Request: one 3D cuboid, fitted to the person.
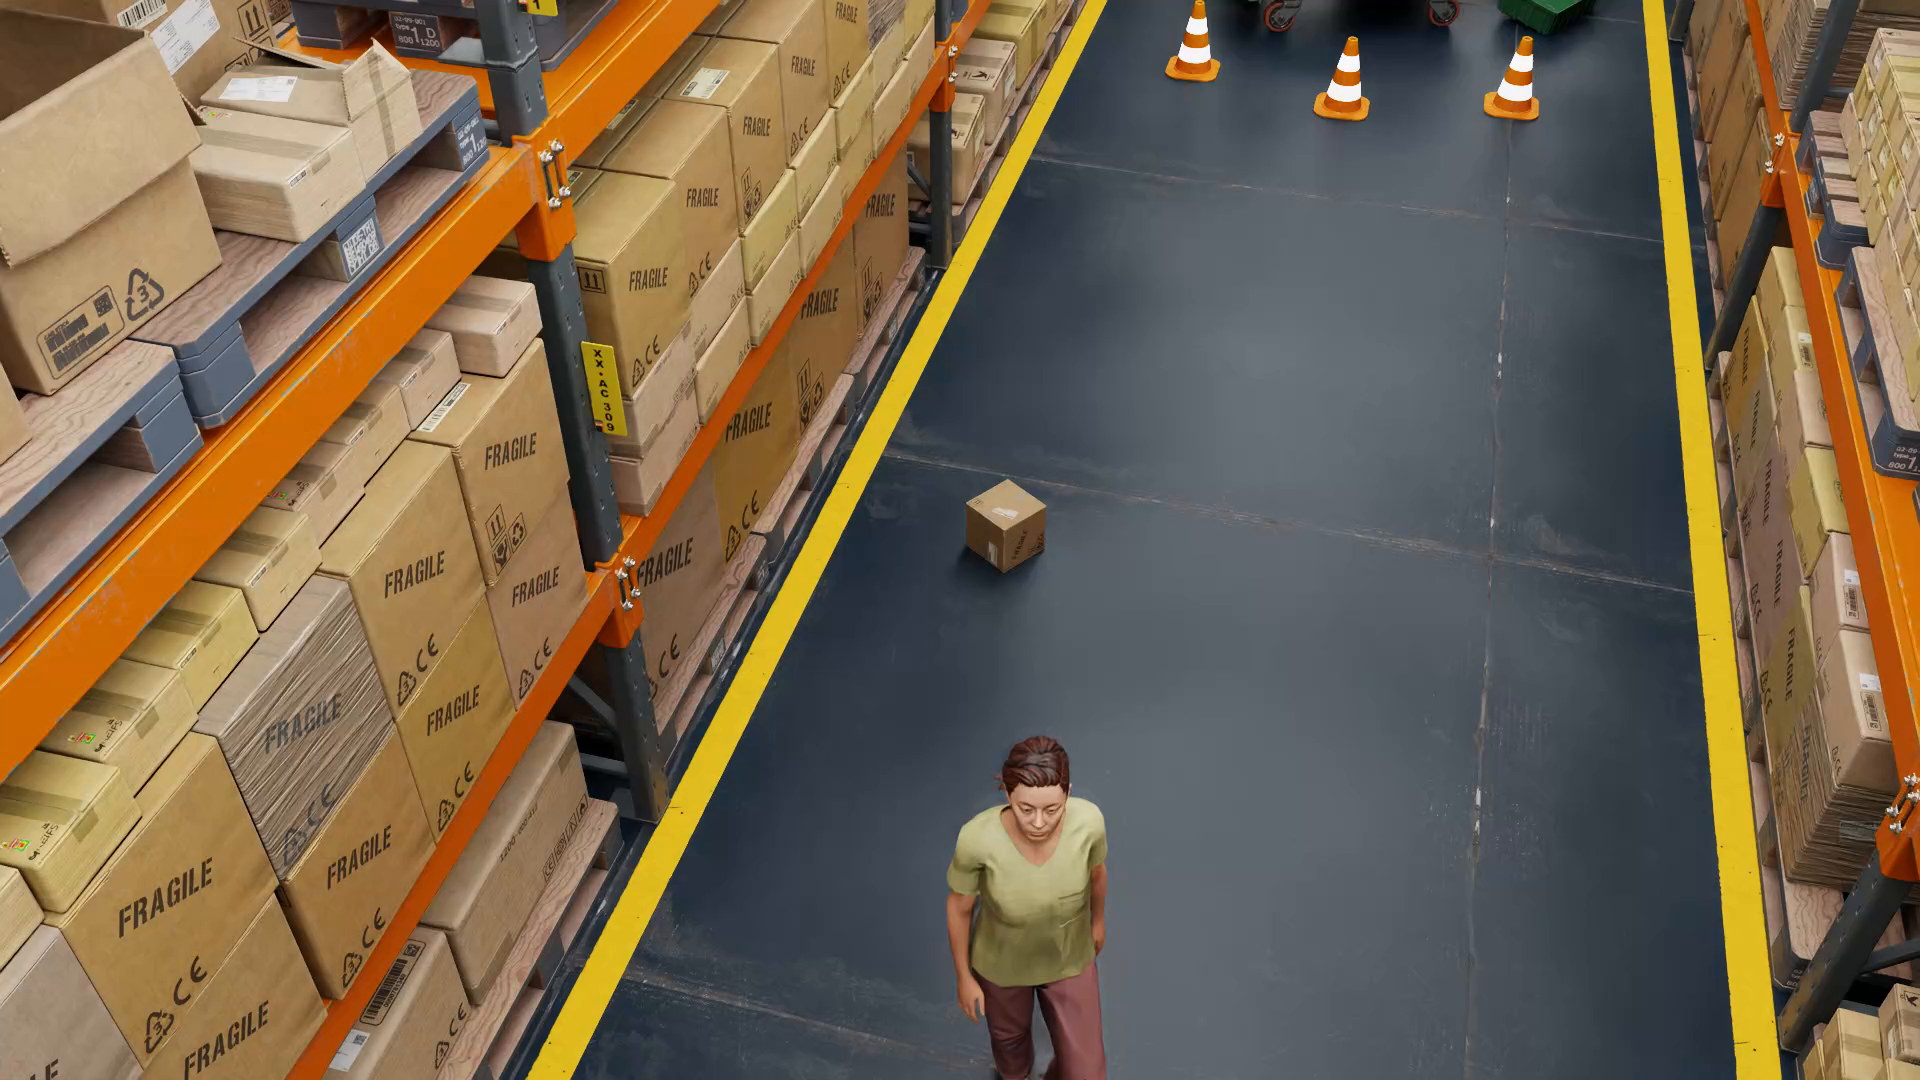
[{"bbox_3d":[0.203,1.226,4.763,0.479,1.720,0.511,-4,41,-5],"label":"person"}]
